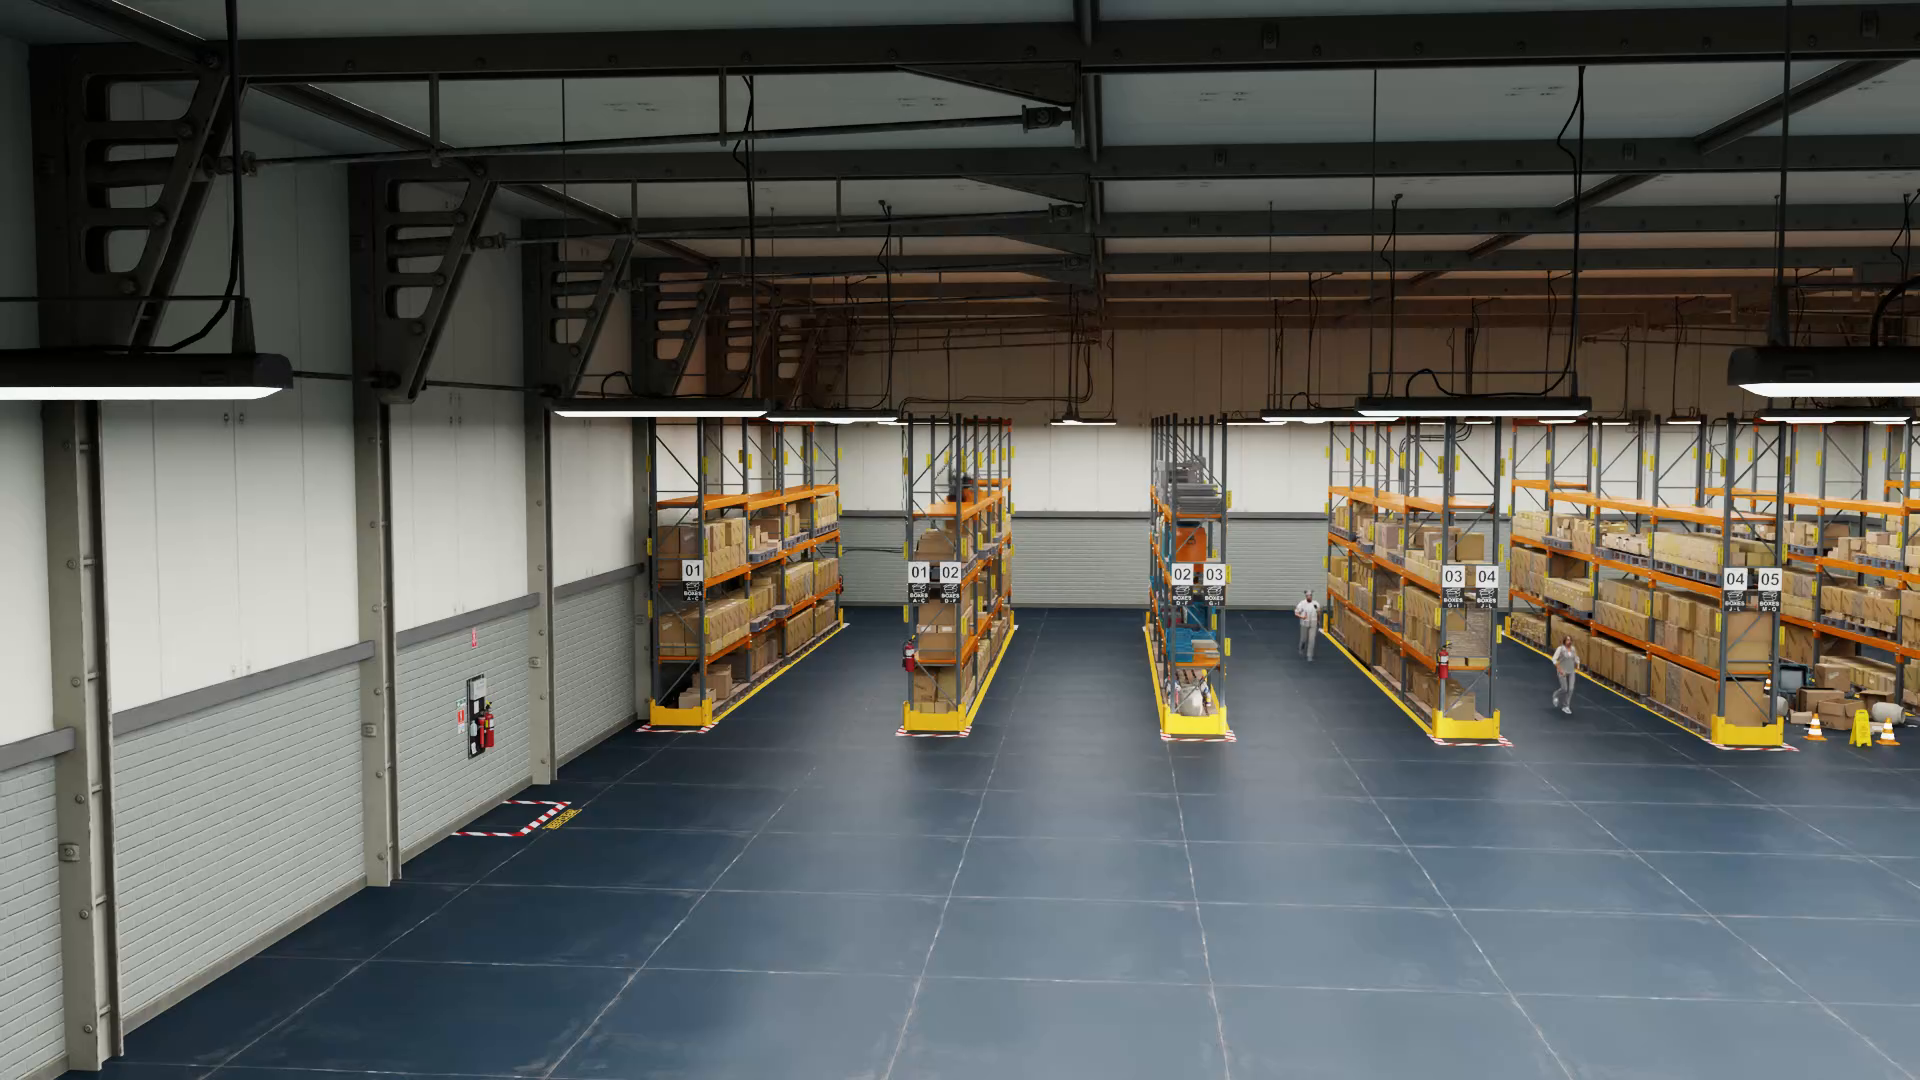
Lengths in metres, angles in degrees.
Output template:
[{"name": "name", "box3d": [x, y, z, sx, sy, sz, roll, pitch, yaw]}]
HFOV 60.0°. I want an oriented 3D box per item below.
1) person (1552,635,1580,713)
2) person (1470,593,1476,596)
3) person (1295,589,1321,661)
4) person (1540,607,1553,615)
[{"name": "person", "box3d": [12.237, 2.688, 33.610, 0.560, 1.578, 0.543, 0, 4, -7]}, {"name": "person", "box3d": [13.833, 1.855, 45.117, 0.641, 1.669, 0.873, 2, 4, 24]}, {"name": "person", "box3d": [8.592, 2.087, 41.017, 0.670, 1.744, 0.796, 0, 4, 1]}, {"name": "person", "box3d": [16.542, 1.703, 47.042, 0.841, 1.743, 0.795, 4, 5, 45]}]
